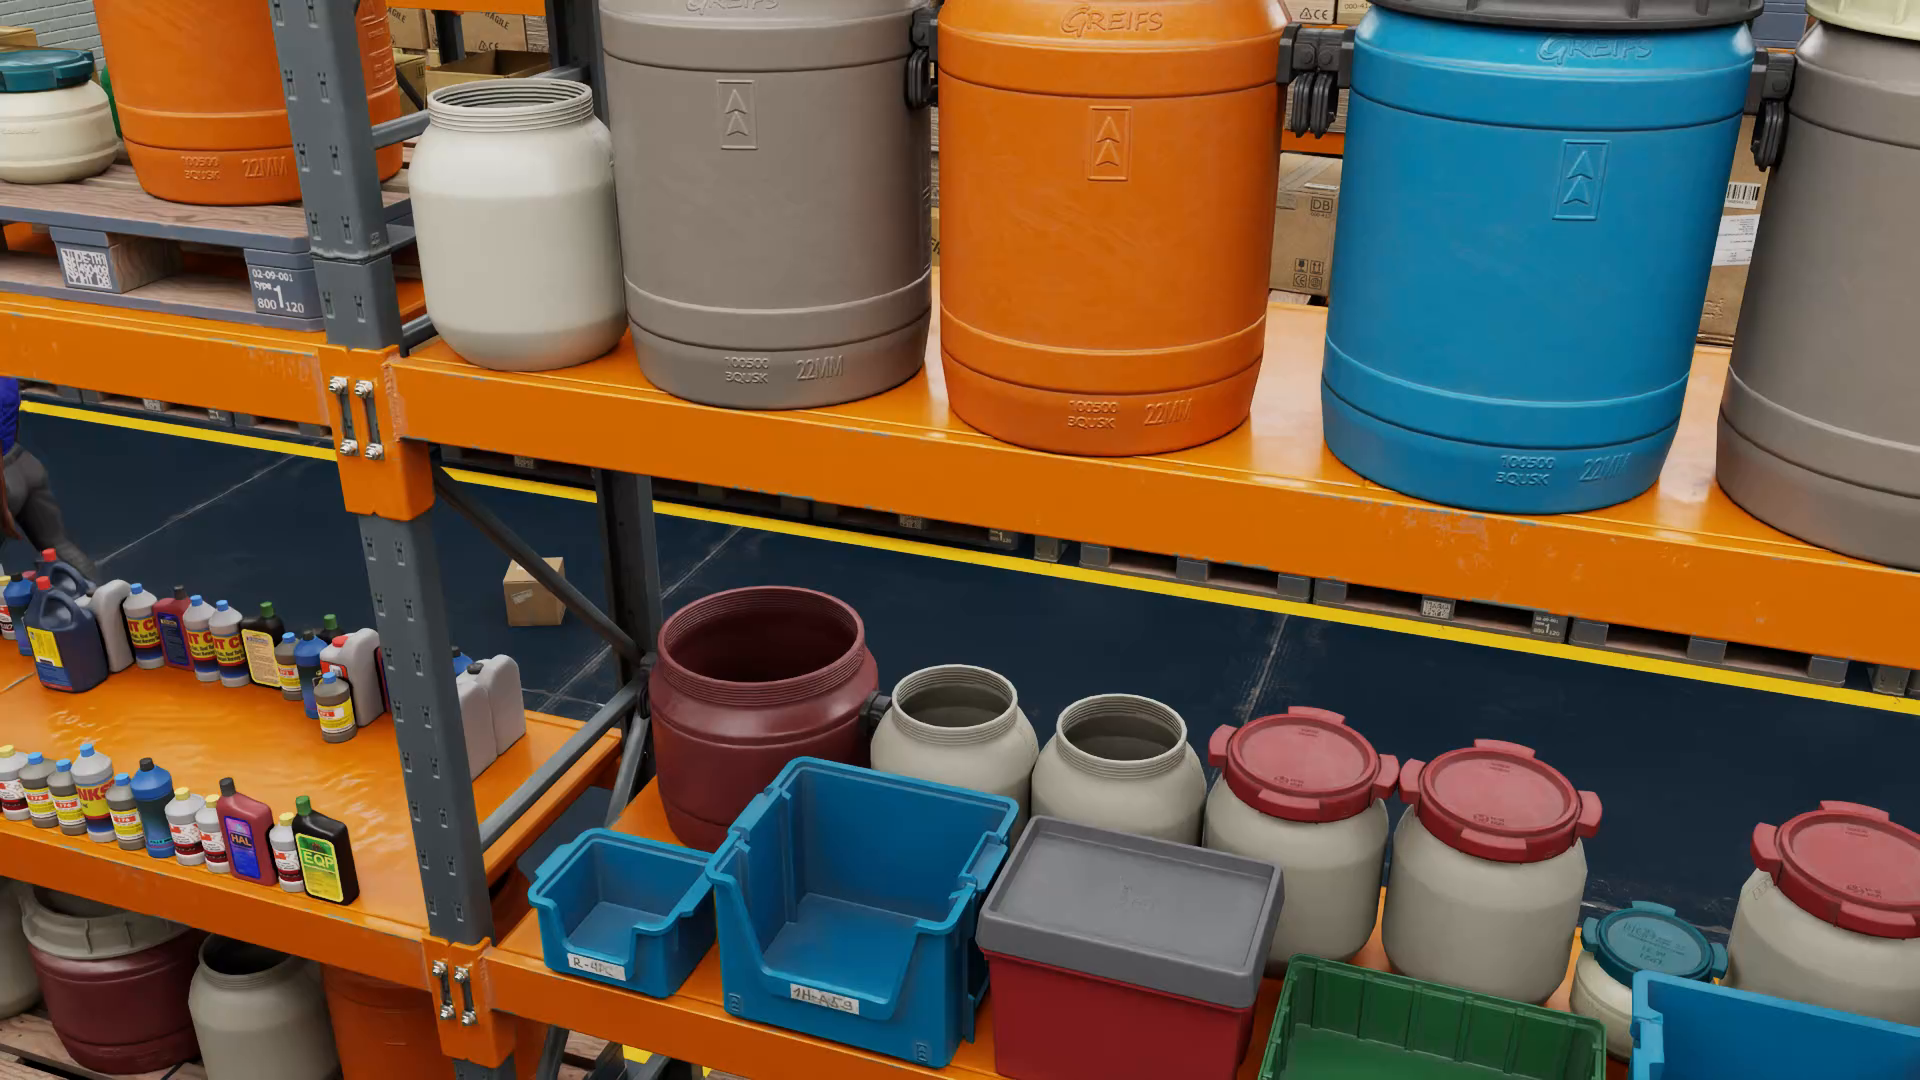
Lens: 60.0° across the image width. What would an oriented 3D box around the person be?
[{"bbox_3d":[-4.451,-0.241,7.603,0.875,1.637,0.483,1,26,1],"label":"person"}]
